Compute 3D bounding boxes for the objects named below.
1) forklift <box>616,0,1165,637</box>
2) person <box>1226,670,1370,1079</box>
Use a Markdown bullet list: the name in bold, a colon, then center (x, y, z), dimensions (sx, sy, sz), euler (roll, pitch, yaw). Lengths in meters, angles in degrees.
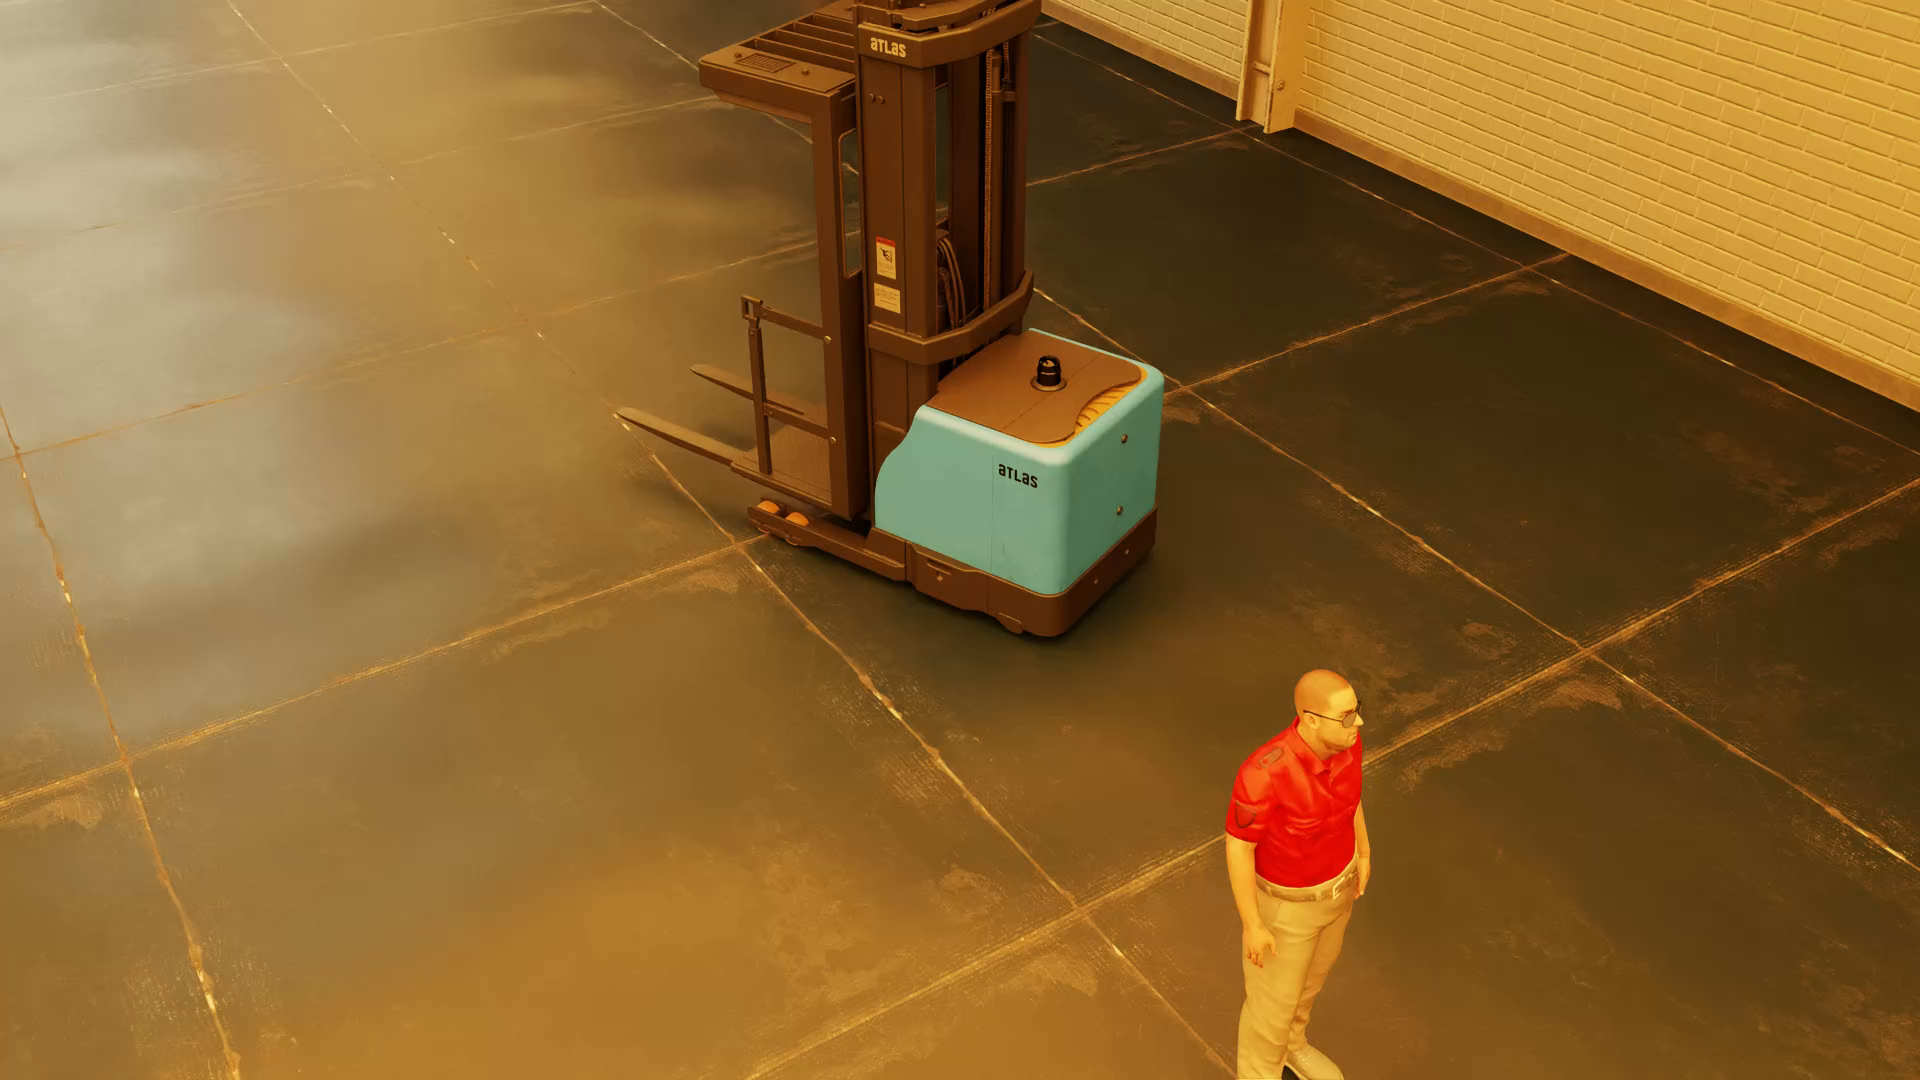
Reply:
- **forklift**: center (-0.500, -1.399, 8.138), dimensions (3.031, 2.935, 1.130), euler (22, 41, 28)
- **person**: center (1.184, 1.206, 5.465), dimensions (0.640, 1.727, 0.551), euler (-27, 43, -33)
